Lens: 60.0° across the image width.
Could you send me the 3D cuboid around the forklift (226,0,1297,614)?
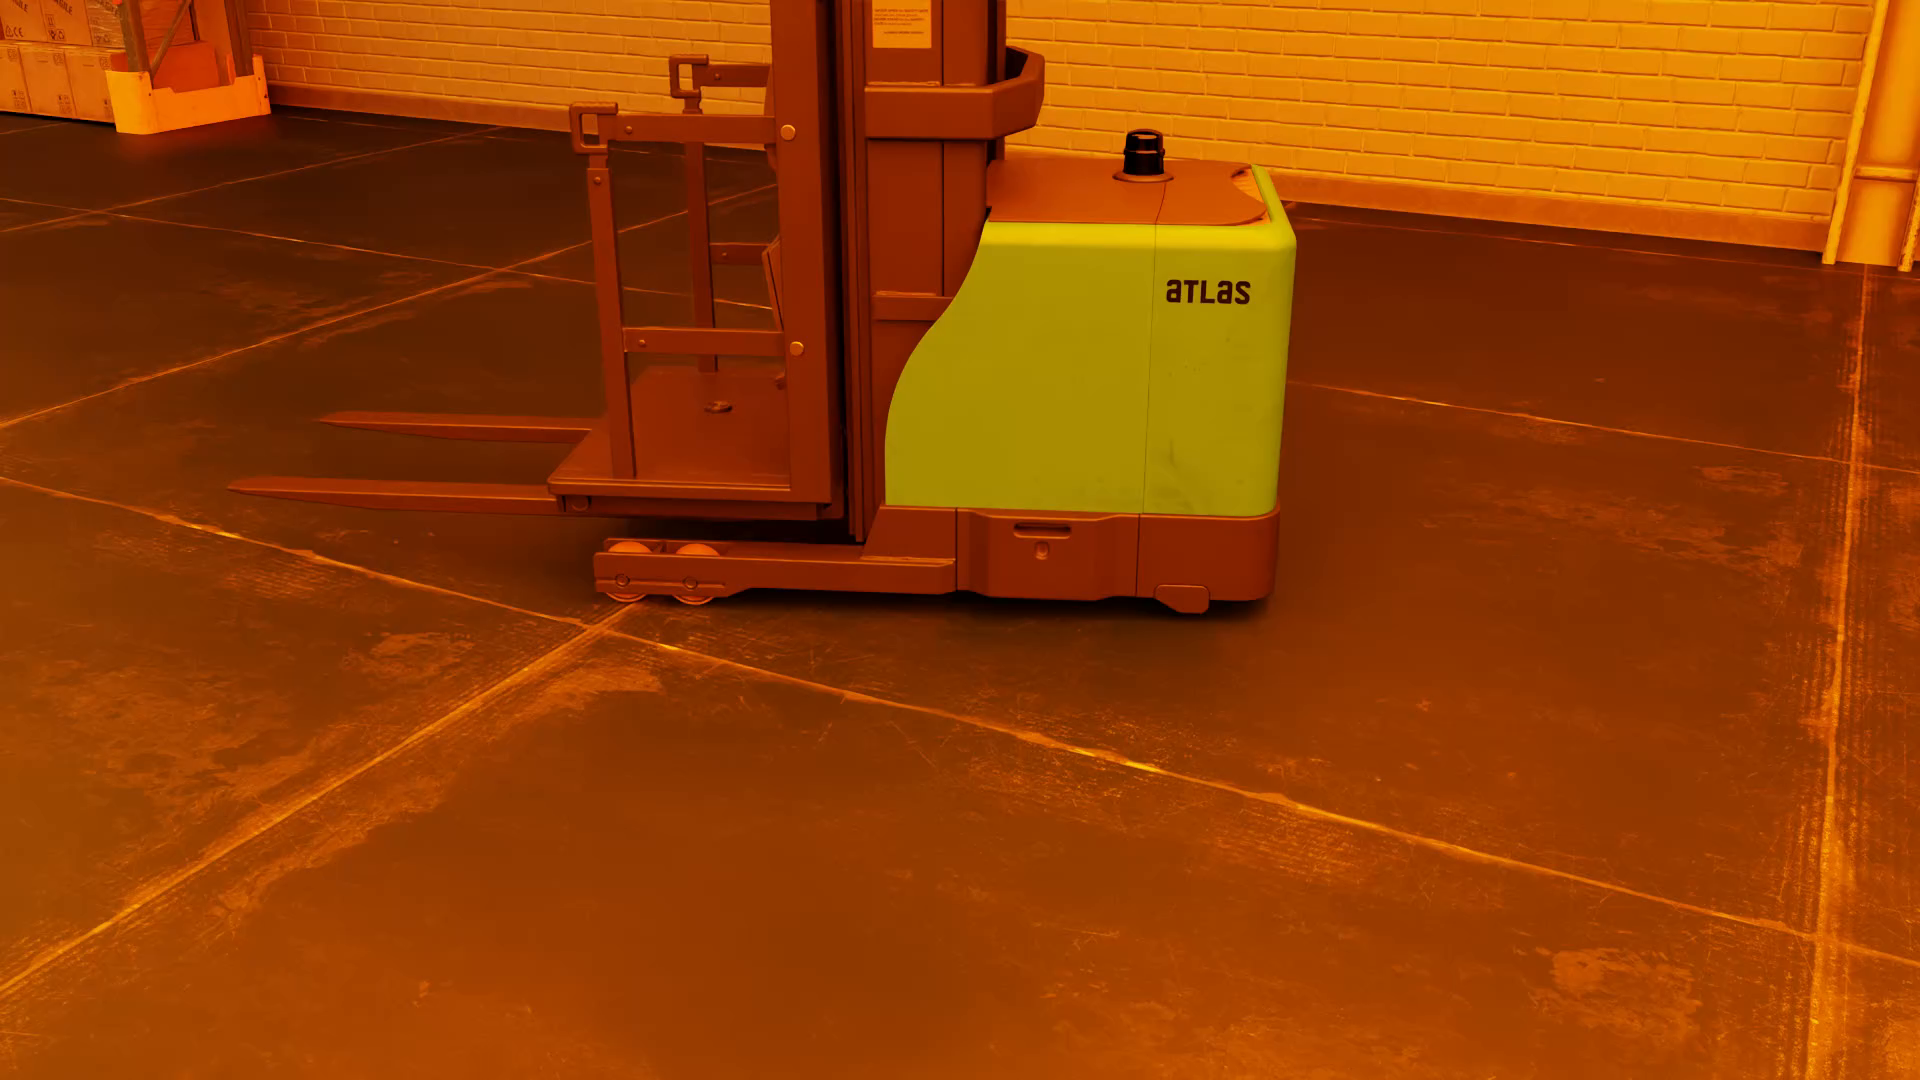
[{"bbox_3d":[-0.606,-1.371,4.546,3.031,2.935,1.130,2,23,5],"label":"forklift"}]
